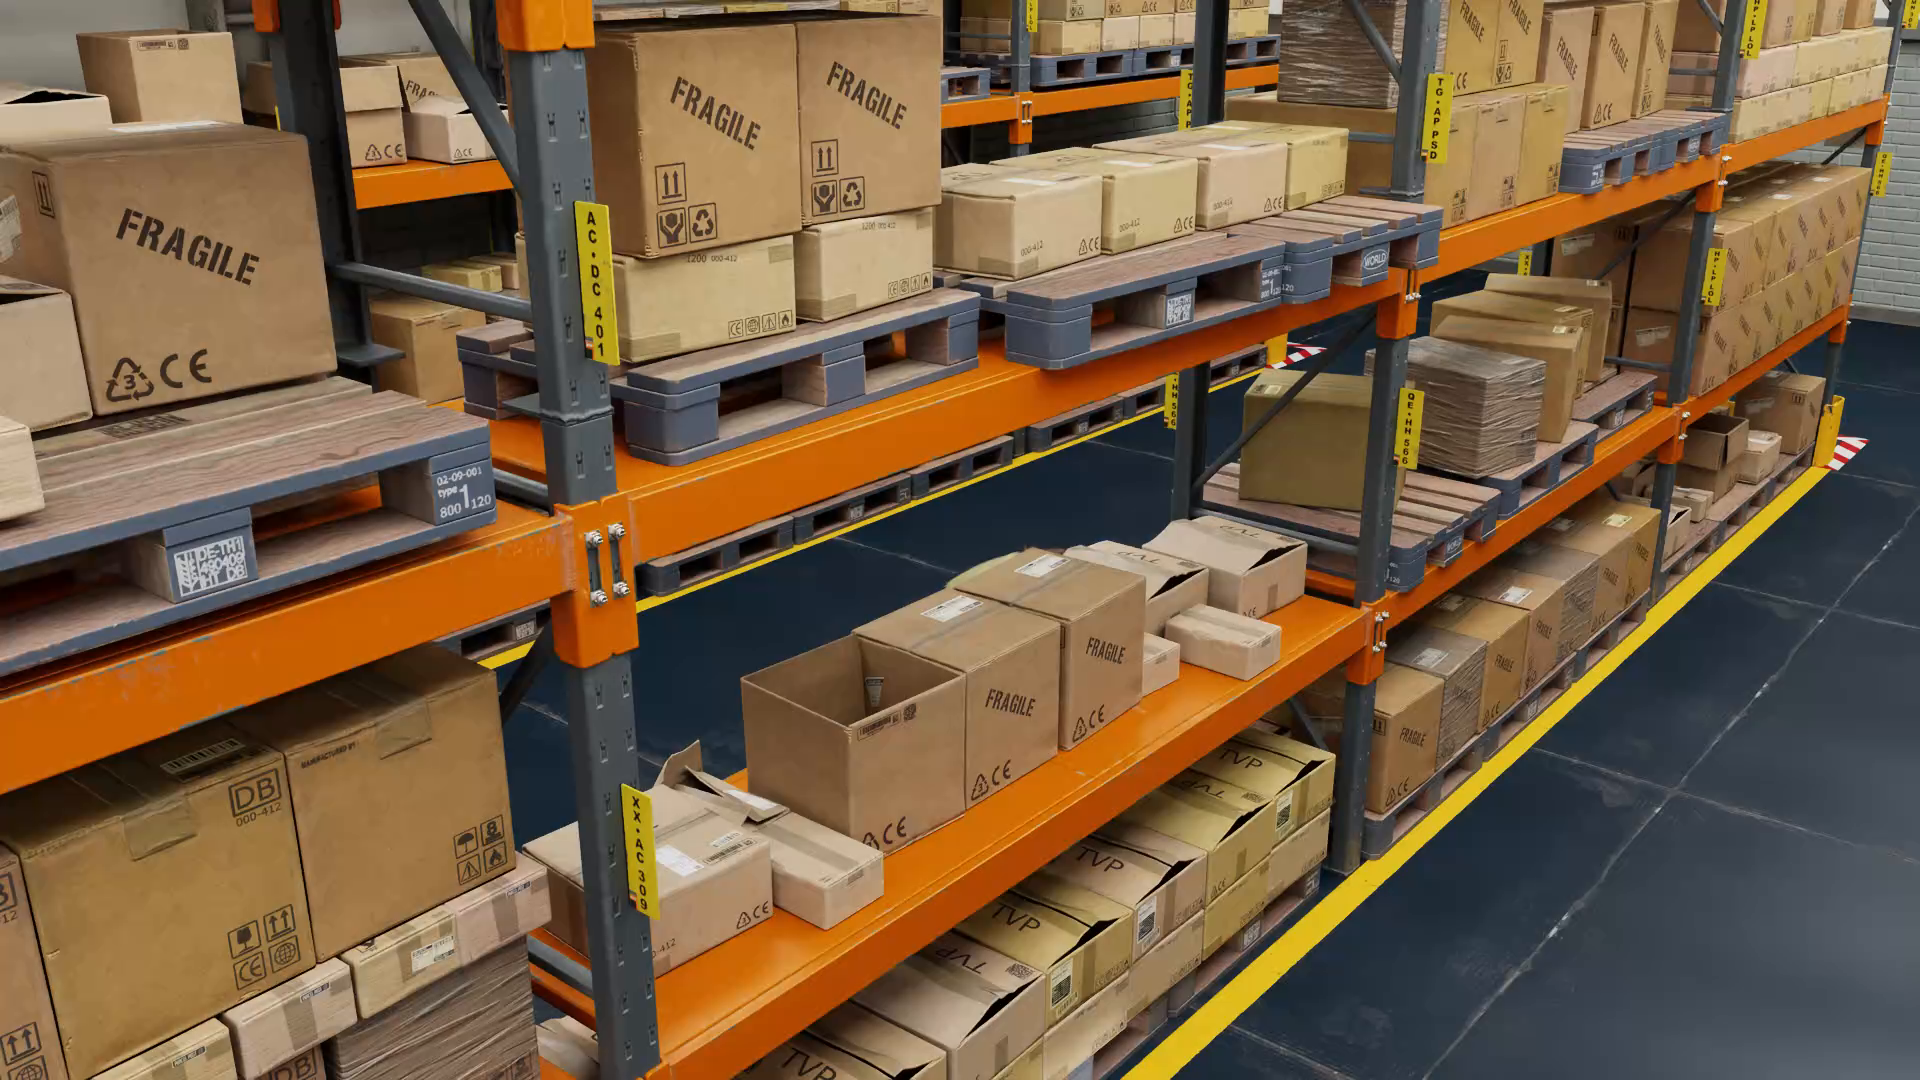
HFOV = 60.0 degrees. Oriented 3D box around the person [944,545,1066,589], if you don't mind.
[{"bbox_3d":[0.270,0.433,8.991,0.833,0.930,0.462,15,25,35],"label":"person"}]
